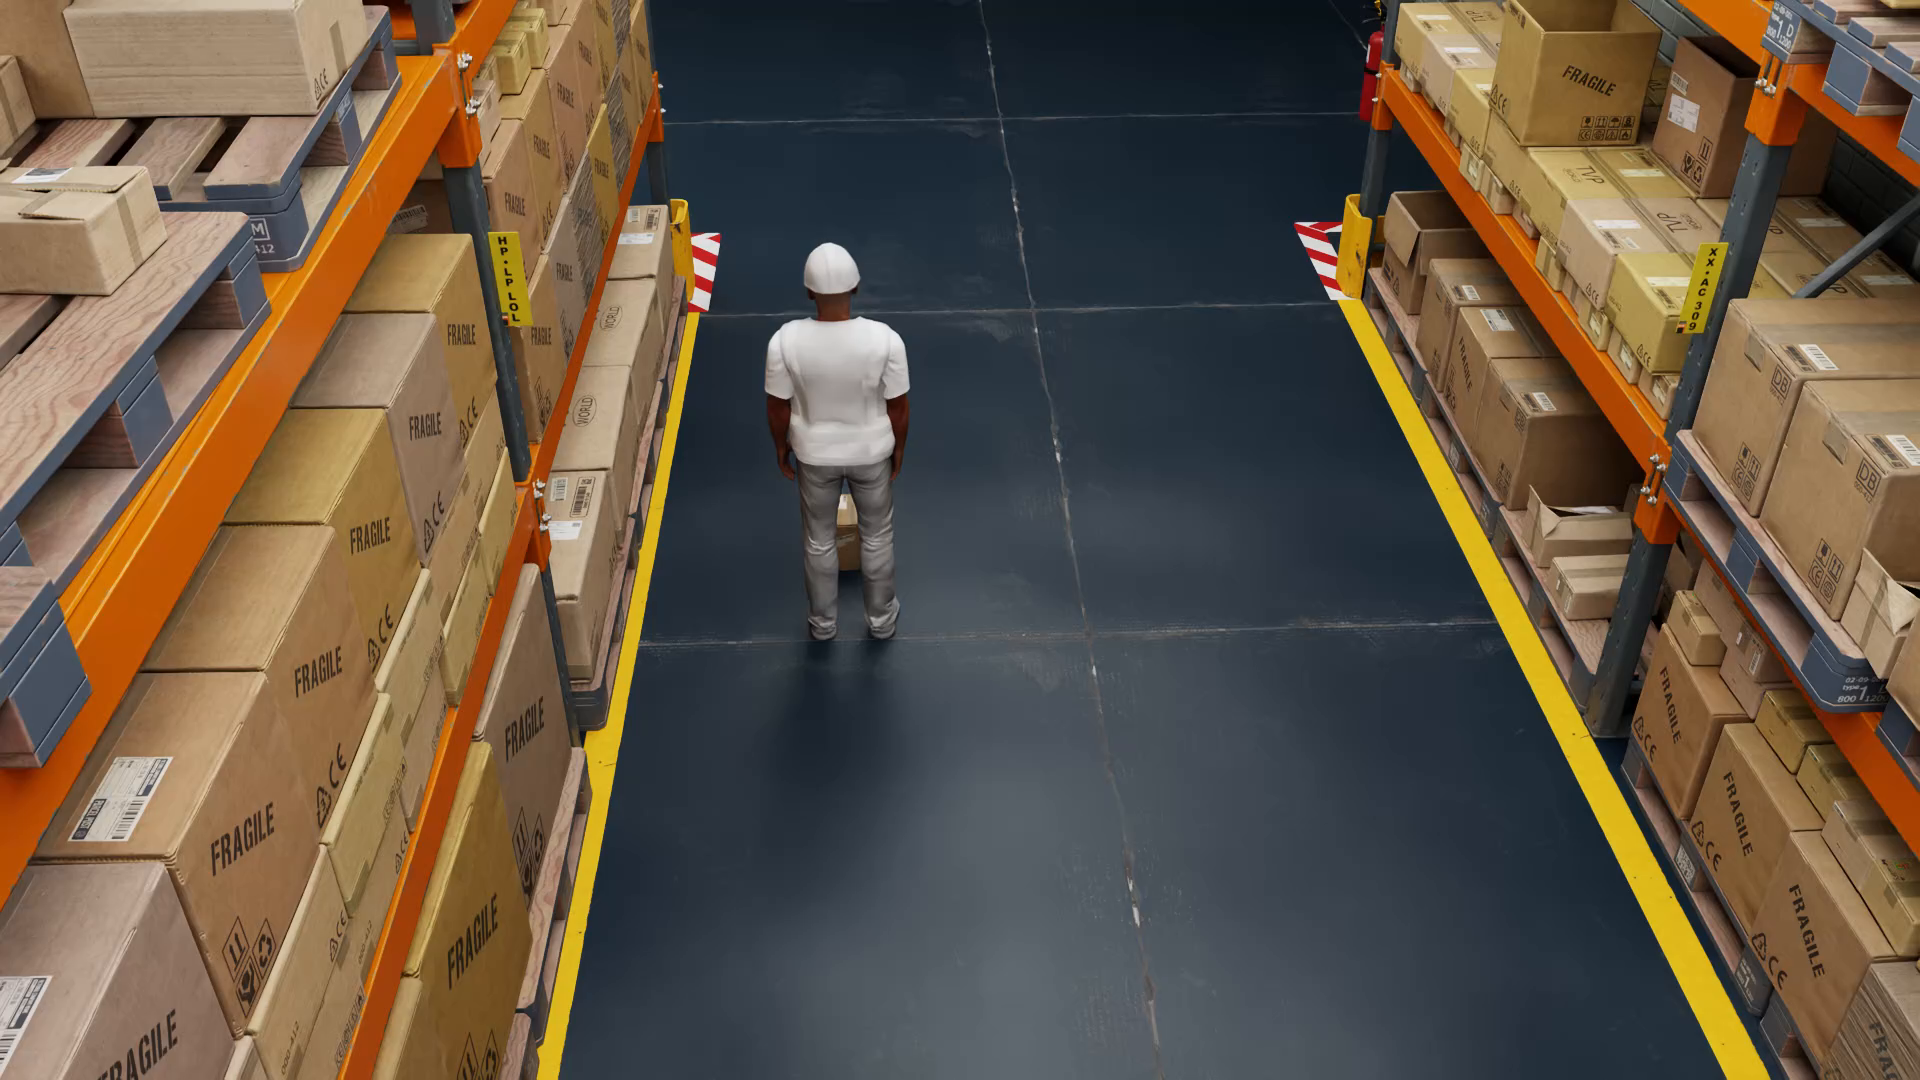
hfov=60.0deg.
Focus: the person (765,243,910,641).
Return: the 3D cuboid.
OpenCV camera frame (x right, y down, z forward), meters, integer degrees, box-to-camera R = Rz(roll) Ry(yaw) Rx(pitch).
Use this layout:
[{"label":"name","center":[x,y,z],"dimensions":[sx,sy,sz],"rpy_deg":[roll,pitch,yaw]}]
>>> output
[{"label":"person","center":[-0.478,-0.367,6.650],"dimensions":[0.563,1.762,0.355],"rpy_deg":[-1,35,-1]}]
